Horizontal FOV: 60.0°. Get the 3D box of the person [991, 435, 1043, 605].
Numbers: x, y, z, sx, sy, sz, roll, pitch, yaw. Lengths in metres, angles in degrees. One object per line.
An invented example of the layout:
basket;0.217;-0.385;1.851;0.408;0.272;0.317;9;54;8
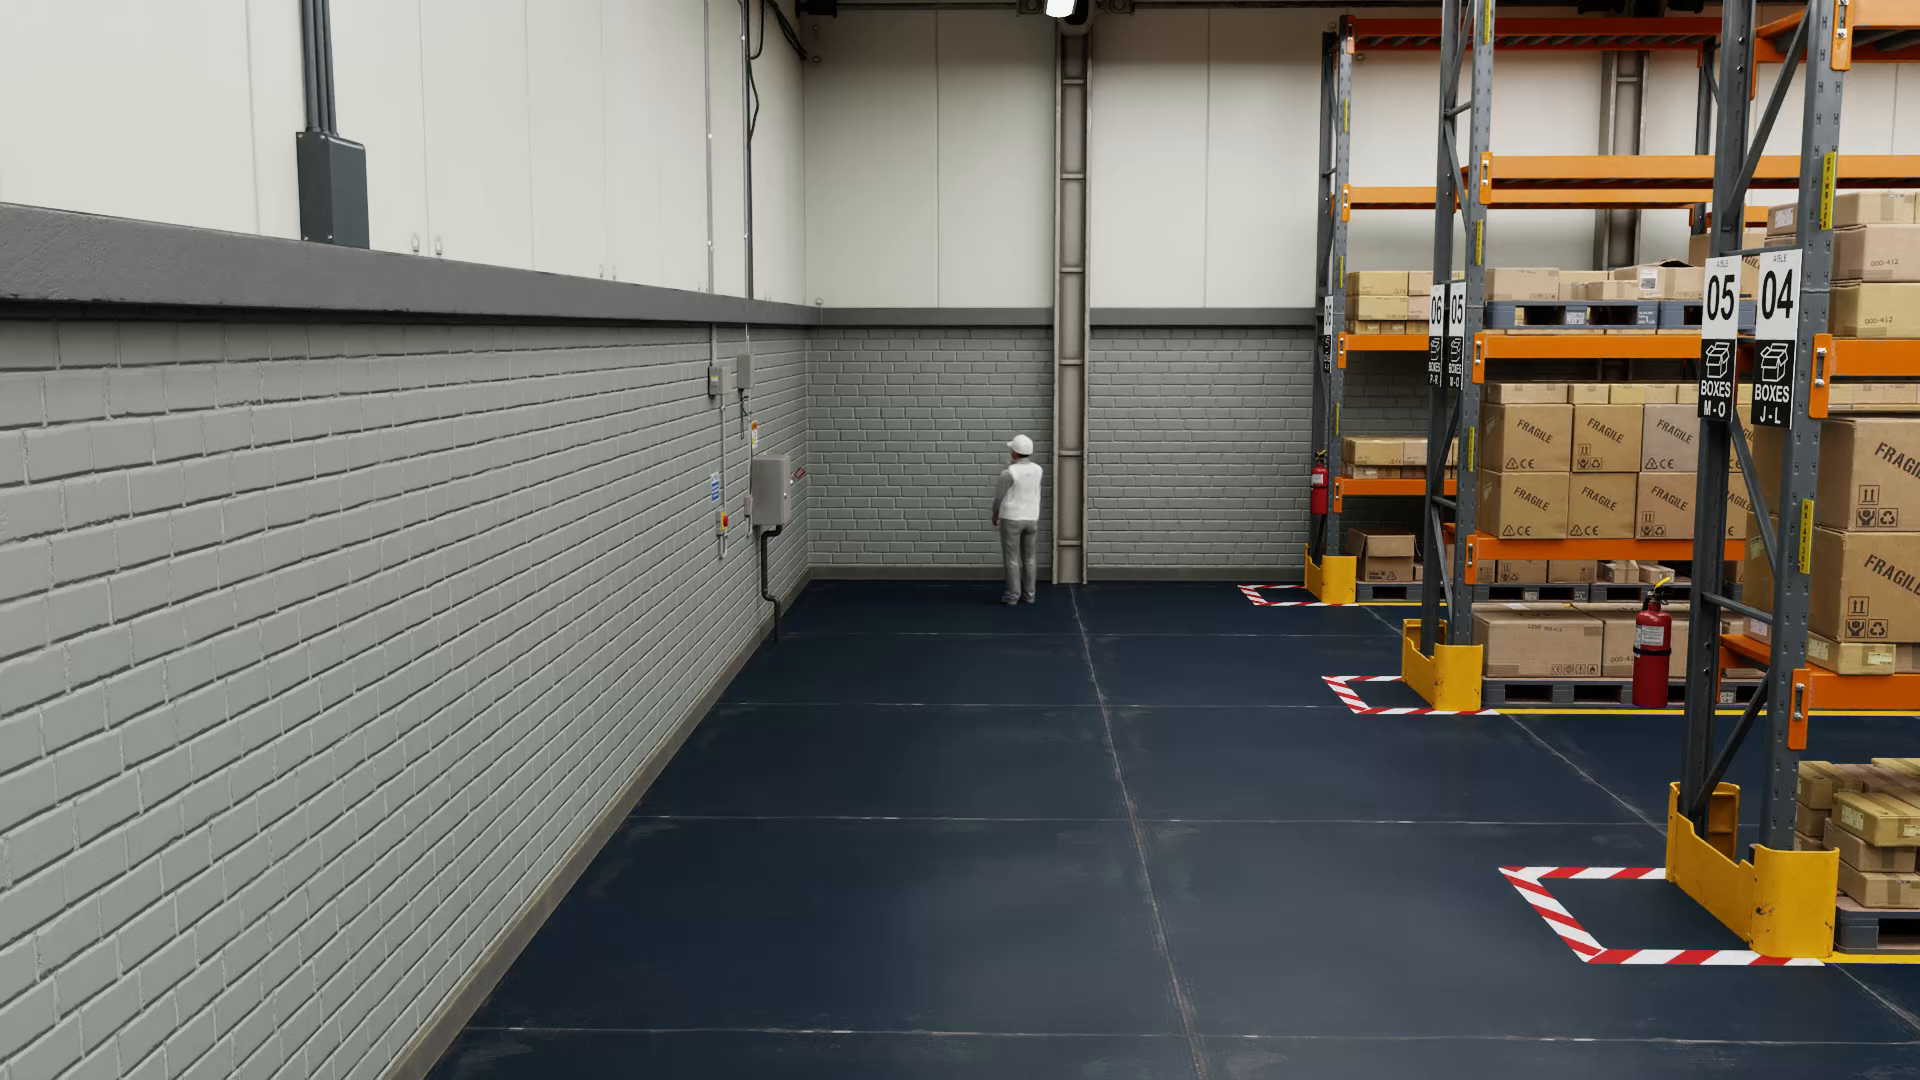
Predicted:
person;0.594;-0.218;17.347;0.566;1.780;0.504;-5;8;-32
